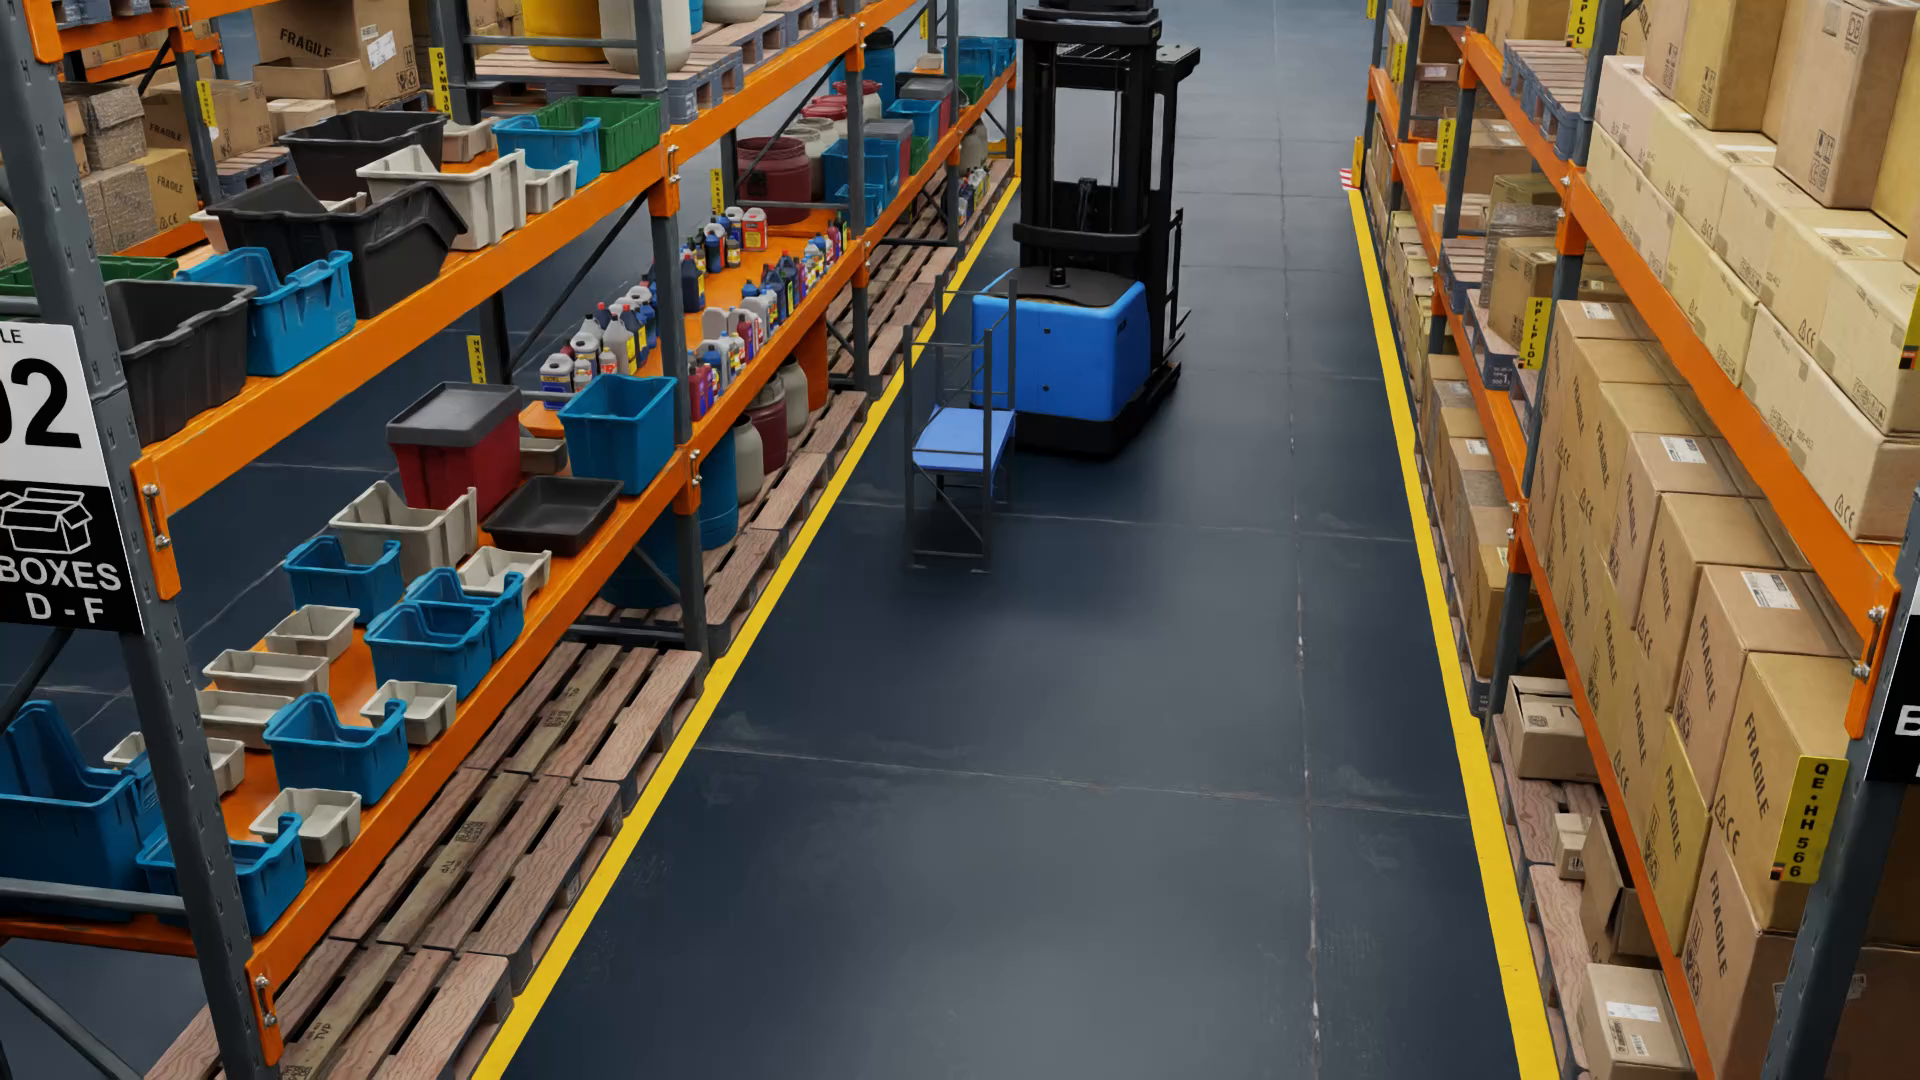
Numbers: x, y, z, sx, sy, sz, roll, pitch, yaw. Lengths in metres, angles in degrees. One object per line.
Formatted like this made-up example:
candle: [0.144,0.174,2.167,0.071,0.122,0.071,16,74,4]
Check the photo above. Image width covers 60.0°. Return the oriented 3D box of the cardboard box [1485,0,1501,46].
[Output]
cardboard box: [3.678,-3.233,9.963,0.910,0.500,0.500,4,25,9]

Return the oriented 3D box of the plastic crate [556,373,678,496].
plastic crate: [-1.564,-0.487,7.700,0.392,0.384,0.575,4,25,9]

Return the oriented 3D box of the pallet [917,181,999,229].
pallet: [-0.169,-3.559,17.604,1.003,0.211,1.213,4,25,9]

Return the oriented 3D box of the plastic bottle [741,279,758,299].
plastic bottle: [-1.248,-1.417,9.891,0.097,0.271,0.097,0,25,0]

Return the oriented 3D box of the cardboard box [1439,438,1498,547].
cardboard box: [3.112,-0.263,9.704,0.500,0.500,0.500,3,25,7]

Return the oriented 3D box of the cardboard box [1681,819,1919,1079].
cardboard box: [2.213,1.080,4.286,0.500,0.500,0.500,5,26,10]

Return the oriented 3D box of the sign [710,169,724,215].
sign: [-1.714,-2.468,11.792,0.100,0.325,0.005,4,25,9]

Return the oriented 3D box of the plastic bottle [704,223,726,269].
plastic bottle: [-1.636,-1.951,11.026,0.152,0.276,0.135,4,25,9]

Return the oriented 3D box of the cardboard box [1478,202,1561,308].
cardboard box: [3.386,-1.609,9.536,0.700,0.500,0.500,9,27,18]

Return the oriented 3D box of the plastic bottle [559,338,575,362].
plastic bottle: [-2.086,-0.920,8.816,0.061,0.283,0.133,4,25,9]

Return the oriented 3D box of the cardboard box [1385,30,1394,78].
cardboard box: [4.934,-5.211,17.727,0.700,0.500,0.500,4,25,9]

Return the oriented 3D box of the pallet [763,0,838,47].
pallet: [-1.392,-3.319,10.487,1.003,0.211,1.213,4,25,9]

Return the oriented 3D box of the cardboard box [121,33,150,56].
cardboard box: [-9.926,-5.886,19.111,0.875,0.550,0.550,4,25,9]

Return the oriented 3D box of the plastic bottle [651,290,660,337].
plastic bottle: [-1.750,-1.331,9.707,0.097,0.271,0.097,0,25,0]

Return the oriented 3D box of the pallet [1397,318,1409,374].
pallet: [4.091,-1.602,13.423,1.003,0.211,1.213,4,25,9]

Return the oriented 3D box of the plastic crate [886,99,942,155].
plastic crate: [-0.390,-3.542,14.297,0.392,0.384,0.575,4,25,9]

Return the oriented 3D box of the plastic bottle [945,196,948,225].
plastic bottle: [-0.111,-3.248,16.336,0.061,0.283,0.133,4,25,9]

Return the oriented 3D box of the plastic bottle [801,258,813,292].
plastic bottle: [-0.986,-1.682,10.540,0.097,0.201,0.097,0,25,0]

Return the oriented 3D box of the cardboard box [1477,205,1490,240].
cardboard box: [3.818,-2.123,11.352,0.500,0.311,0.500,6,26,12]

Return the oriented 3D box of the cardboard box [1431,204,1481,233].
cardboard box: [3.590,-2.296,11.913,0.380,0.149,0.250,4,25,9]

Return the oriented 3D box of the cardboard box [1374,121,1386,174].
cardboard box: [4.567,-4.016,17.156,0.500,0.500,0.500,4,25,9]

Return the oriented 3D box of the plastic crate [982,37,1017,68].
plastic crate: [0.351,-5.407,18.440,0.499,0.251,0.616,4,25,9]

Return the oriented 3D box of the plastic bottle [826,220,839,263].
plastic bottle: [-0.853,-2.011,11.145,0.061,0.283,0.133,4,25,9]

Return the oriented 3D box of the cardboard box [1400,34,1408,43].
cardboard box: [4.452,-4.797,16.077,0.380,0.149,0.250,5,26,10]

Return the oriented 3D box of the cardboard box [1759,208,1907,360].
cardboard box: [2.322,-0.627,4.100,0.500,0.250,0.500,4,25,9]

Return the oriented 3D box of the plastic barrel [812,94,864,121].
plastic barrel: [-1.009,-3.402,13.819,0.433,0.535,0.433,0,25,0]

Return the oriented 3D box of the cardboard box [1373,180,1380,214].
cardboard box: [4.469,-3.469,16.871,0.500,0.250,0.500,4,25,9]

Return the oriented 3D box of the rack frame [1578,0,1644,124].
rack frame: [3.062,-3.058,6.169,1.000,3.000,0.127,4,25,9]

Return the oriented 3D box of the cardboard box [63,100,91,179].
cardboard box: [-6.301,-2.625,11.018,0.797,0.503,0.637,5,25,10]

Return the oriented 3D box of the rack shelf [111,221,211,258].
rack shelf: [-6.384,-1.540,10.850,1.077,0.370,4.000,4,25,9]

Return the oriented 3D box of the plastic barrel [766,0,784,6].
plastic barrel: [-1.201,-3.386,10.076,0.301,0.262,0.301,0,25,0]

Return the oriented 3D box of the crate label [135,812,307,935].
crate label: [-2.113,0.955,4.798,0.416,0.233,0.303,4,25,9]

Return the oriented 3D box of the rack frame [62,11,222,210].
rack frame: [-6.057,-2.702,12.485,1.000,3.000,0.127,4,25,9]

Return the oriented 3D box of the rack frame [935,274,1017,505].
rack frame: [0.097,-0.928,10.462,0.500,1.500,0.032,4,25,9]

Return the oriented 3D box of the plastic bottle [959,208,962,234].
plastic bottle: [-0.032,-3.098,16.030,0.097,0.271,0.097,0,25,0]

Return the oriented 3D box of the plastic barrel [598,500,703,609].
plastic barrel: [-1.718,-0.152,9.017,0.600,0.901,0.708,4,25,9]

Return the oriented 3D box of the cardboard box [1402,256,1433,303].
cardboard box: [3.806,-2.087,13.258,0.500,0.311,0.500,5,25,10]

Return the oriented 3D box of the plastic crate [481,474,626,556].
plastic crate: [-1.742,-0.102,7.183,0.437,0.125,0.590,4,25,9]

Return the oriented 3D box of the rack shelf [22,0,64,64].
rack shelf: [-2.151,-2.060,5.356,1.077,0.370,4.000,4,25,9]

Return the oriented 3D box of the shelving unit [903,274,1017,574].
shelving unit: [0.014,-0.715,10.008,0.538,1.500,1.048,4,25,9]

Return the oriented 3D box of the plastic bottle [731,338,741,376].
plastic bottle: [-1.251,-1.004,9.090,0.097,0.201,0.097,0,25,0]

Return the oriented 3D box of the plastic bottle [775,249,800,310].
plastic bottle: [-1.069,-1.596,10.180,0.144,0.351,0.185,4,25,9]

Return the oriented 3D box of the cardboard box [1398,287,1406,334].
cardboard box: [3.808,-1.837,13.385,0.500,0.250,0.500,5,25,10]

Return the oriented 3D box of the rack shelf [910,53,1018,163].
rack shelf: [-0.190,-4.543,17.265,1.077,0.370,4.000,4,25,9]

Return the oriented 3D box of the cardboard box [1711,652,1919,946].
cardboard box: [2.210,0.628,4.072,0.500,0.500,0.500,4,25,8]

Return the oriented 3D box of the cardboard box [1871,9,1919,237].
cardboard box: [2.641,-0.944,3.893,0.700,0.500,0.500,4,25,9]

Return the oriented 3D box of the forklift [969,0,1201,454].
forklift: [1.065,-2.510,12.155,1.130,2.935,3.031,9,27,19]

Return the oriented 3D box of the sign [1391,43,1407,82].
sign: [3.822,-4.153,14.469,0.100,0.325,0.005,4,25,9]

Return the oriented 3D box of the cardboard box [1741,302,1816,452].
cardboard box: [2.325,-0.400,4.206,0.500,0.250,0.500,4,25,9]

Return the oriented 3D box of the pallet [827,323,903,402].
pallet: [-1.005,-1.417,13.029,1.003,0.211,1.213,4,25,9]

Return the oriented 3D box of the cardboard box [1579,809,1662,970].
cardboard box: [2.760,1.376,6.197,0.797,0.503,0.637,4,25,9]

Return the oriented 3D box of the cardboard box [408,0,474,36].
cardboard box: [-5.079,-5.179,16.127,0.500,0.500,0.500,4,25,9]

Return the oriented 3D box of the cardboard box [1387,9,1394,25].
cardboard box: [4.747,-5.550,17.686,0.380,0.149,0.250,4,25,8]

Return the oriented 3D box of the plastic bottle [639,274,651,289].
plastic bottle: [-1.884,-1.437,9.920,0.061,0.283,0.133,4,25,9]

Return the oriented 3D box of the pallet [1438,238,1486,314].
pallet: [3.674,-1.639,10.440,1.213,0.211,1.003,4,25,9]

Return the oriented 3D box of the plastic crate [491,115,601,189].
plastic crate: [-1.658,-1.566,6.716,0.416,0.233,0.300,4,25,9]

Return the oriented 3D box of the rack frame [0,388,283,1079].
rack frame: [-2.478,0.987,4.603,1.000,3.000,0.127,4,25,9]

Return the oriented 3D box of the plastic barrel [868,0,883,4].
plastic barrel: [-0.822,-4.273,11.711,0.600,0.901,0.600,0,25,0]

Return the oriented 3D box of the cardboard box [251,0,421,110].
cardboard box: [-5.671,-4.514,15.153,1.000,1.000,1.000,4,25,9]
